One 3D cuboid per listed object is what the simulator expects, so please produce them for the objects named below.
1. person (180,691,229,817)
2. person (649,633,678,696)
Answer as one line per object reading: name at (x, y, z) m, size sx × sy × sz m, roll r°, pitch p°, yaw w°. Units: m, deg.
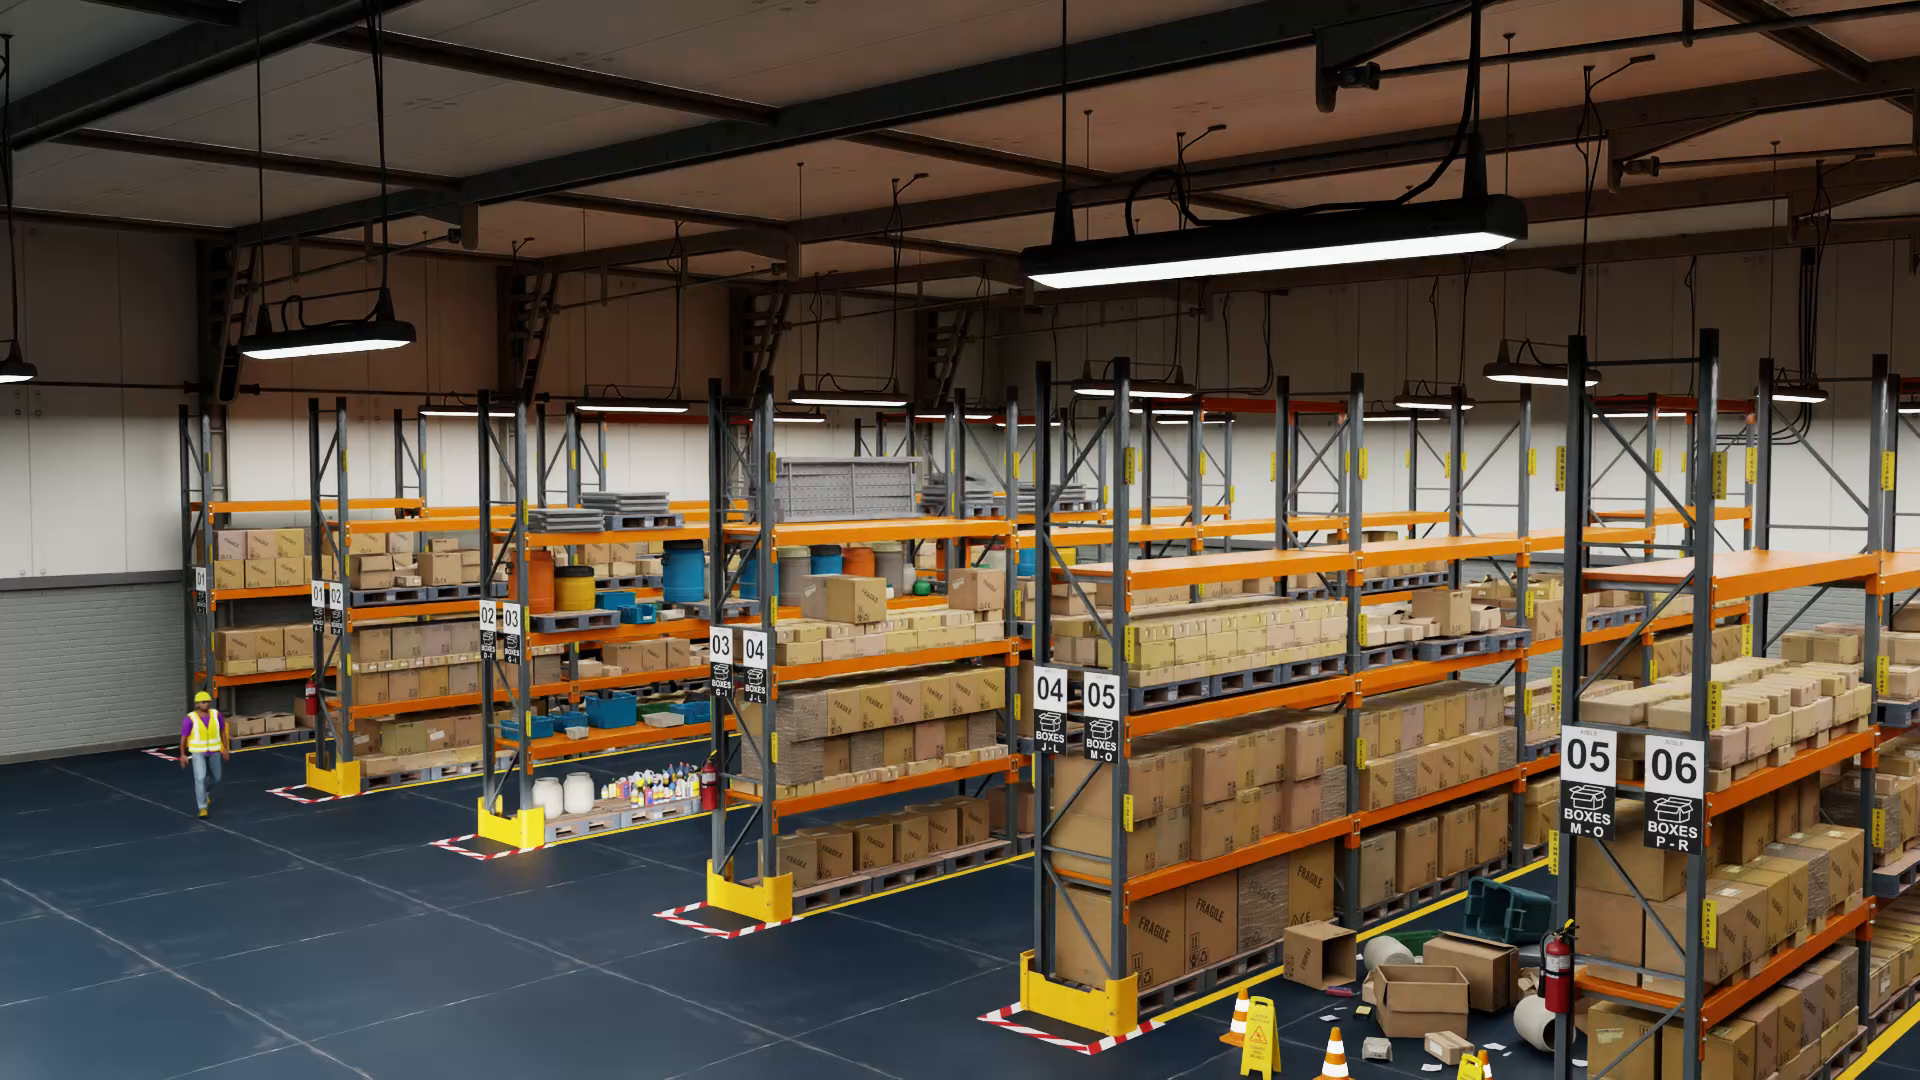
person at (-10.814, 3.034, 23.797) m, size 0.645 × 1.748 × 0.864 m, roll -2°, pitch 4°, yaw -40°
person at (-6.040, 2.591, 33.775) m, size 0.452 × 1.543 × 0.969 m, roll 1°, pitch 3°, yaw 21°
